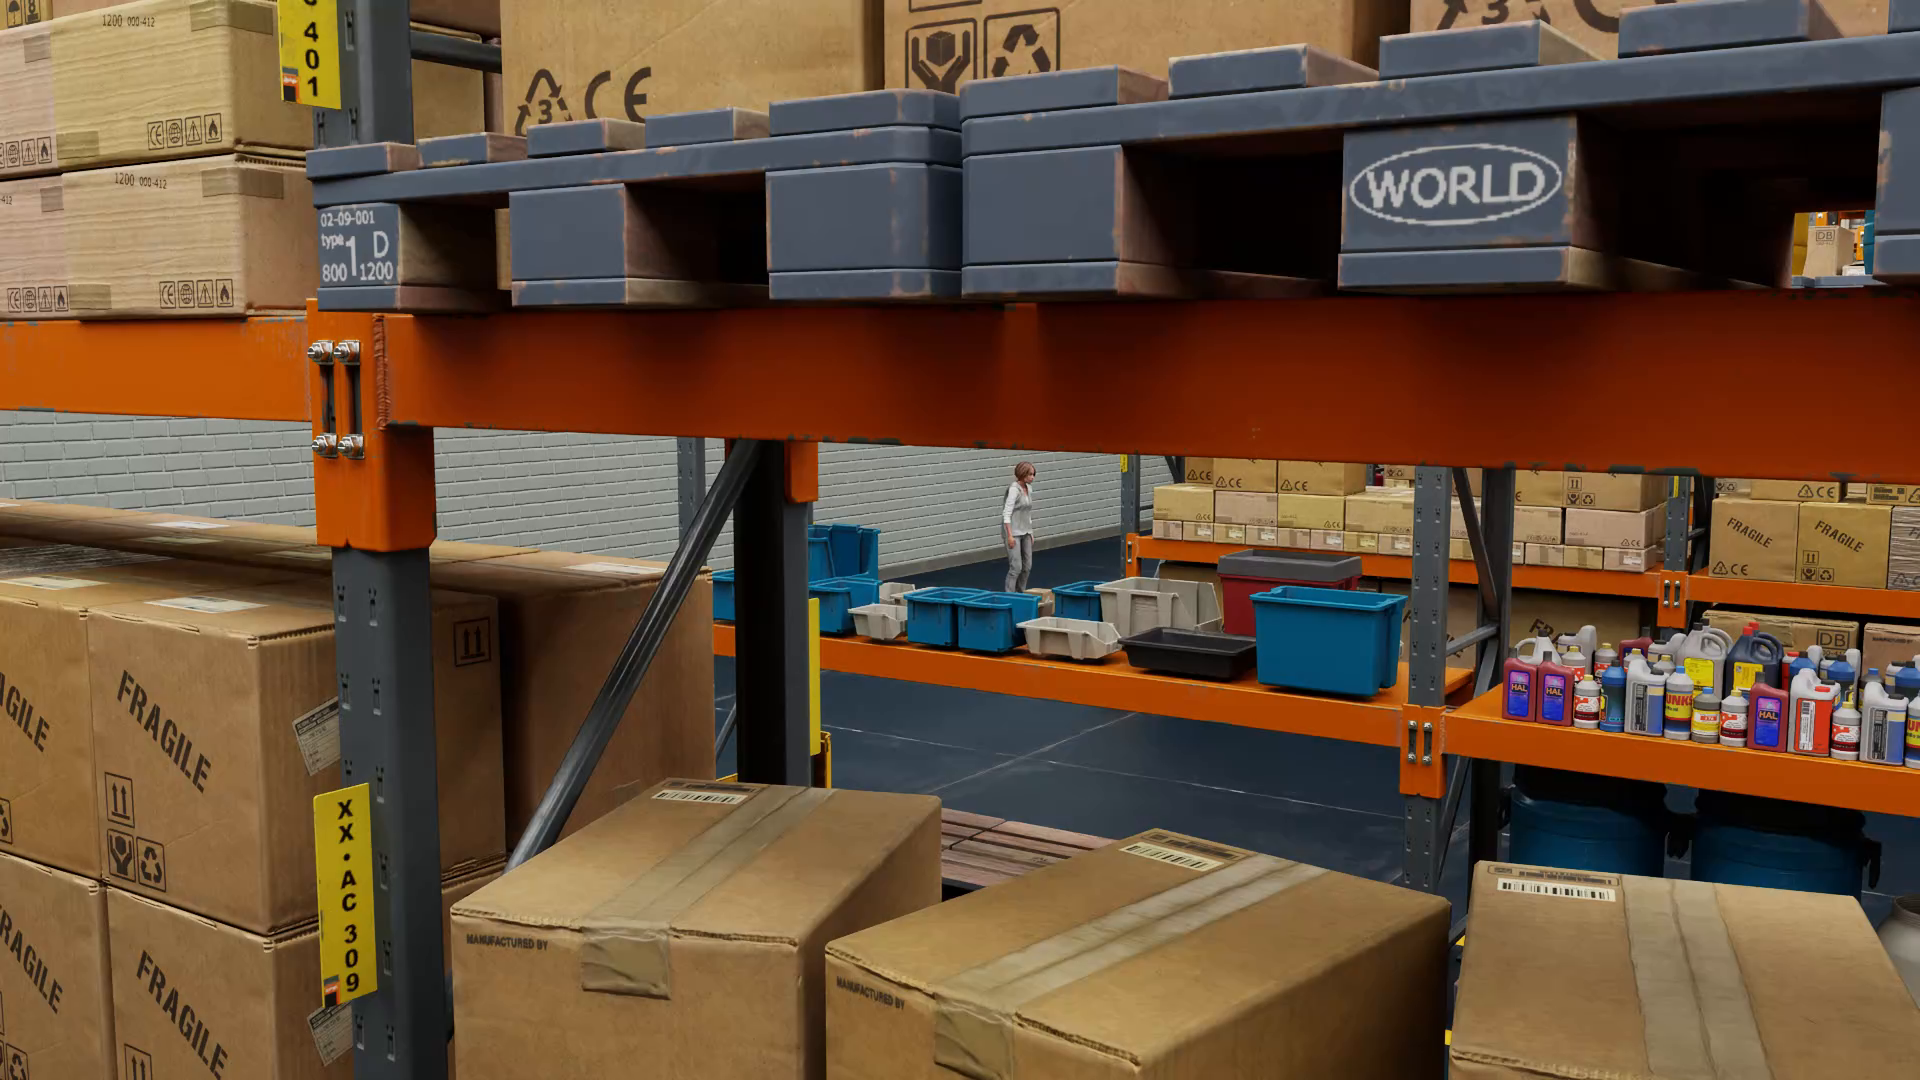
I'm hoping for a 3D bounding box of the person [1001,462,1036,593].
[{"bbox_3d":[0.617,-0.029,17.459,0.345,1.591,0.459,4,8,33],"label":"person"}]
